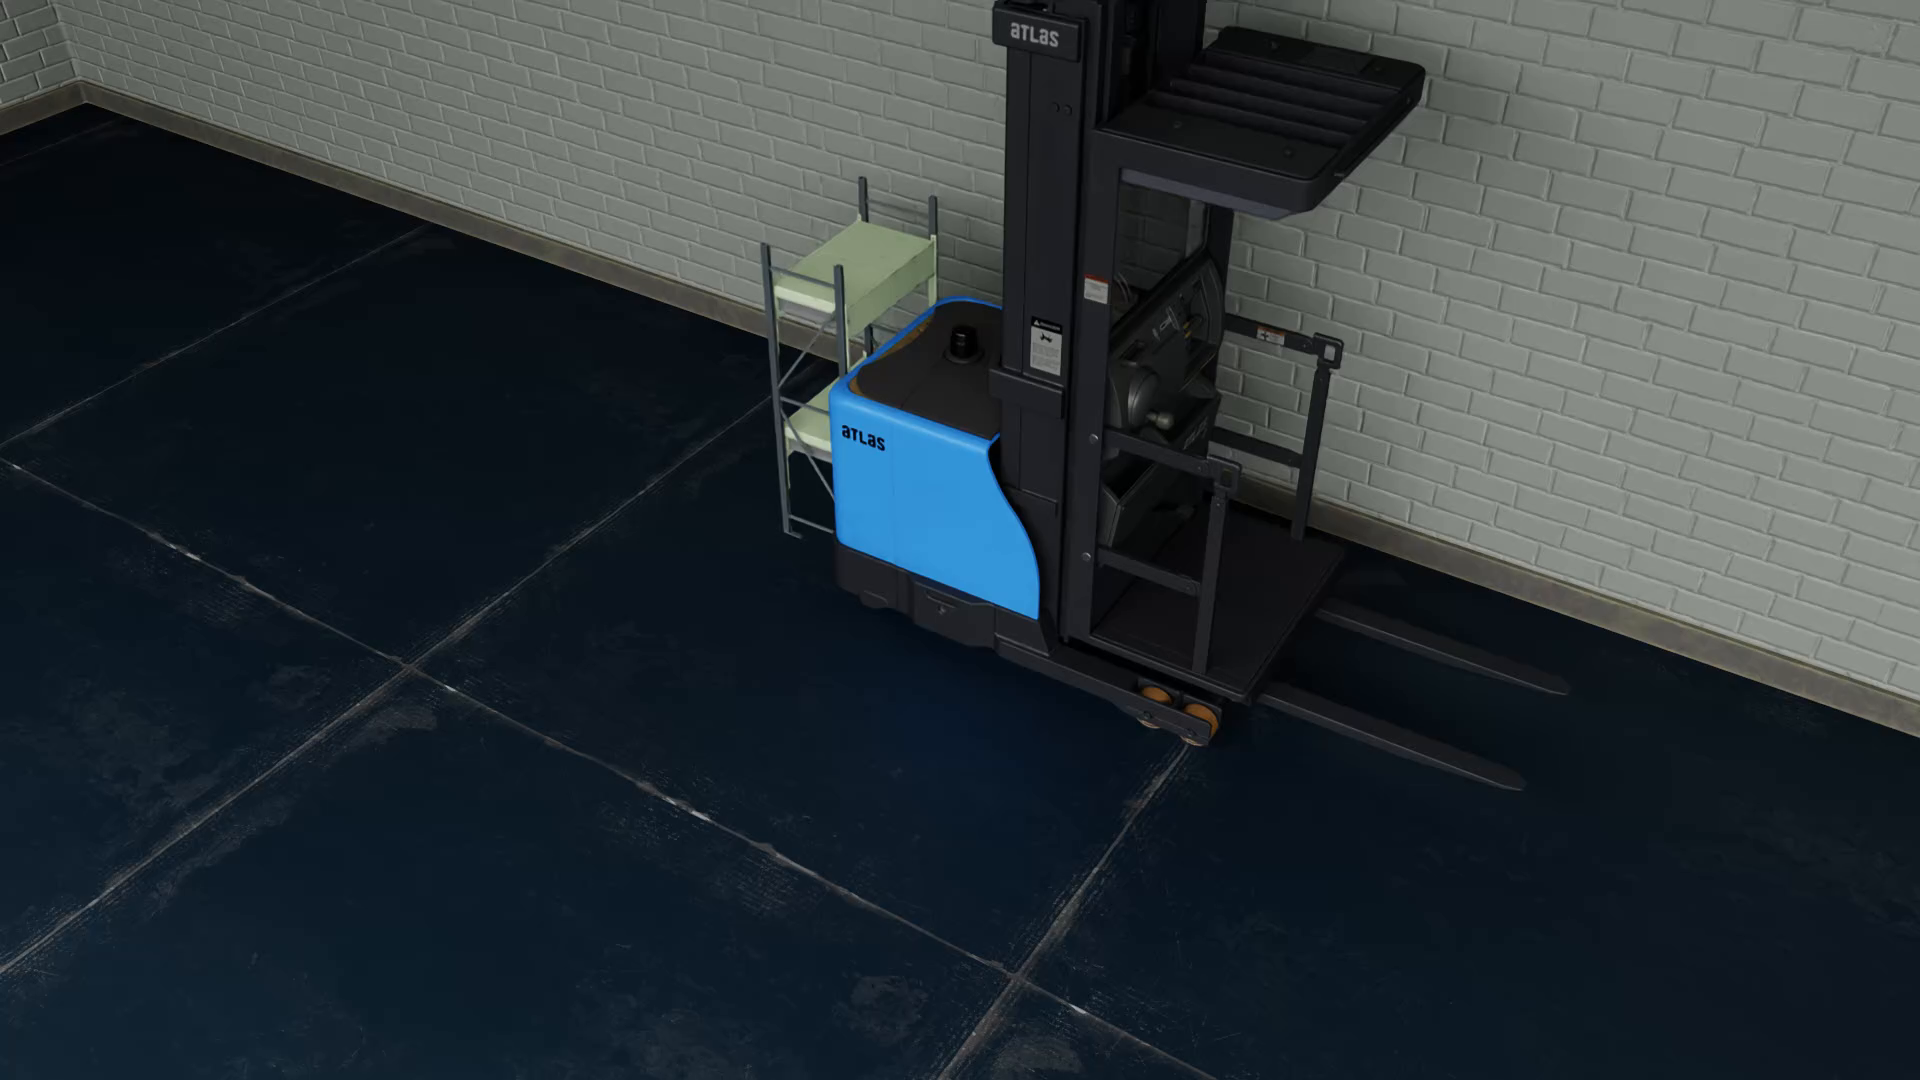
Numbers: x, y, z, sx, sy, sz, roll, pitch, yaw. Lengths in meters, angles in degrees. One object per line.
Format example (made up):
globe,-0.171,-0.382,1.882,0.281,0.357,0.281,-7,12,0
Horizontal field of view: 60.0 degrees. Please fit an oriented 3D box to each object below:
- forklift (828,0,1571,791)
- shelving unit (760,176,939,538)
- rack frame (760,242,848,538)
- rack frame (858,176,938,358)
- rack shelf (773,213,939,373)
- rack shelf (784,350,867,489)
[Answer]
forklift,0.970,-0.708,6.268,3.031,2.935,1.130,20,42,24
shelving unit,-0.462,-0.765,7.514,0.431,1.500,0.755,20,42,24
rack frame,-0.650,-0.573,7.265,0.400,1.500,0.023,20,42,24
rack frame,-0.275,-0.957,7.763,0.400,1.500,0.023,20,42,24
rack shelf,-0.462,-1.074,7.276,0.431,0.370,0.720,20,42,24
rack shelf,-0.462,-0.507,7.713,0.431,0.370,0.720,20,42,24
